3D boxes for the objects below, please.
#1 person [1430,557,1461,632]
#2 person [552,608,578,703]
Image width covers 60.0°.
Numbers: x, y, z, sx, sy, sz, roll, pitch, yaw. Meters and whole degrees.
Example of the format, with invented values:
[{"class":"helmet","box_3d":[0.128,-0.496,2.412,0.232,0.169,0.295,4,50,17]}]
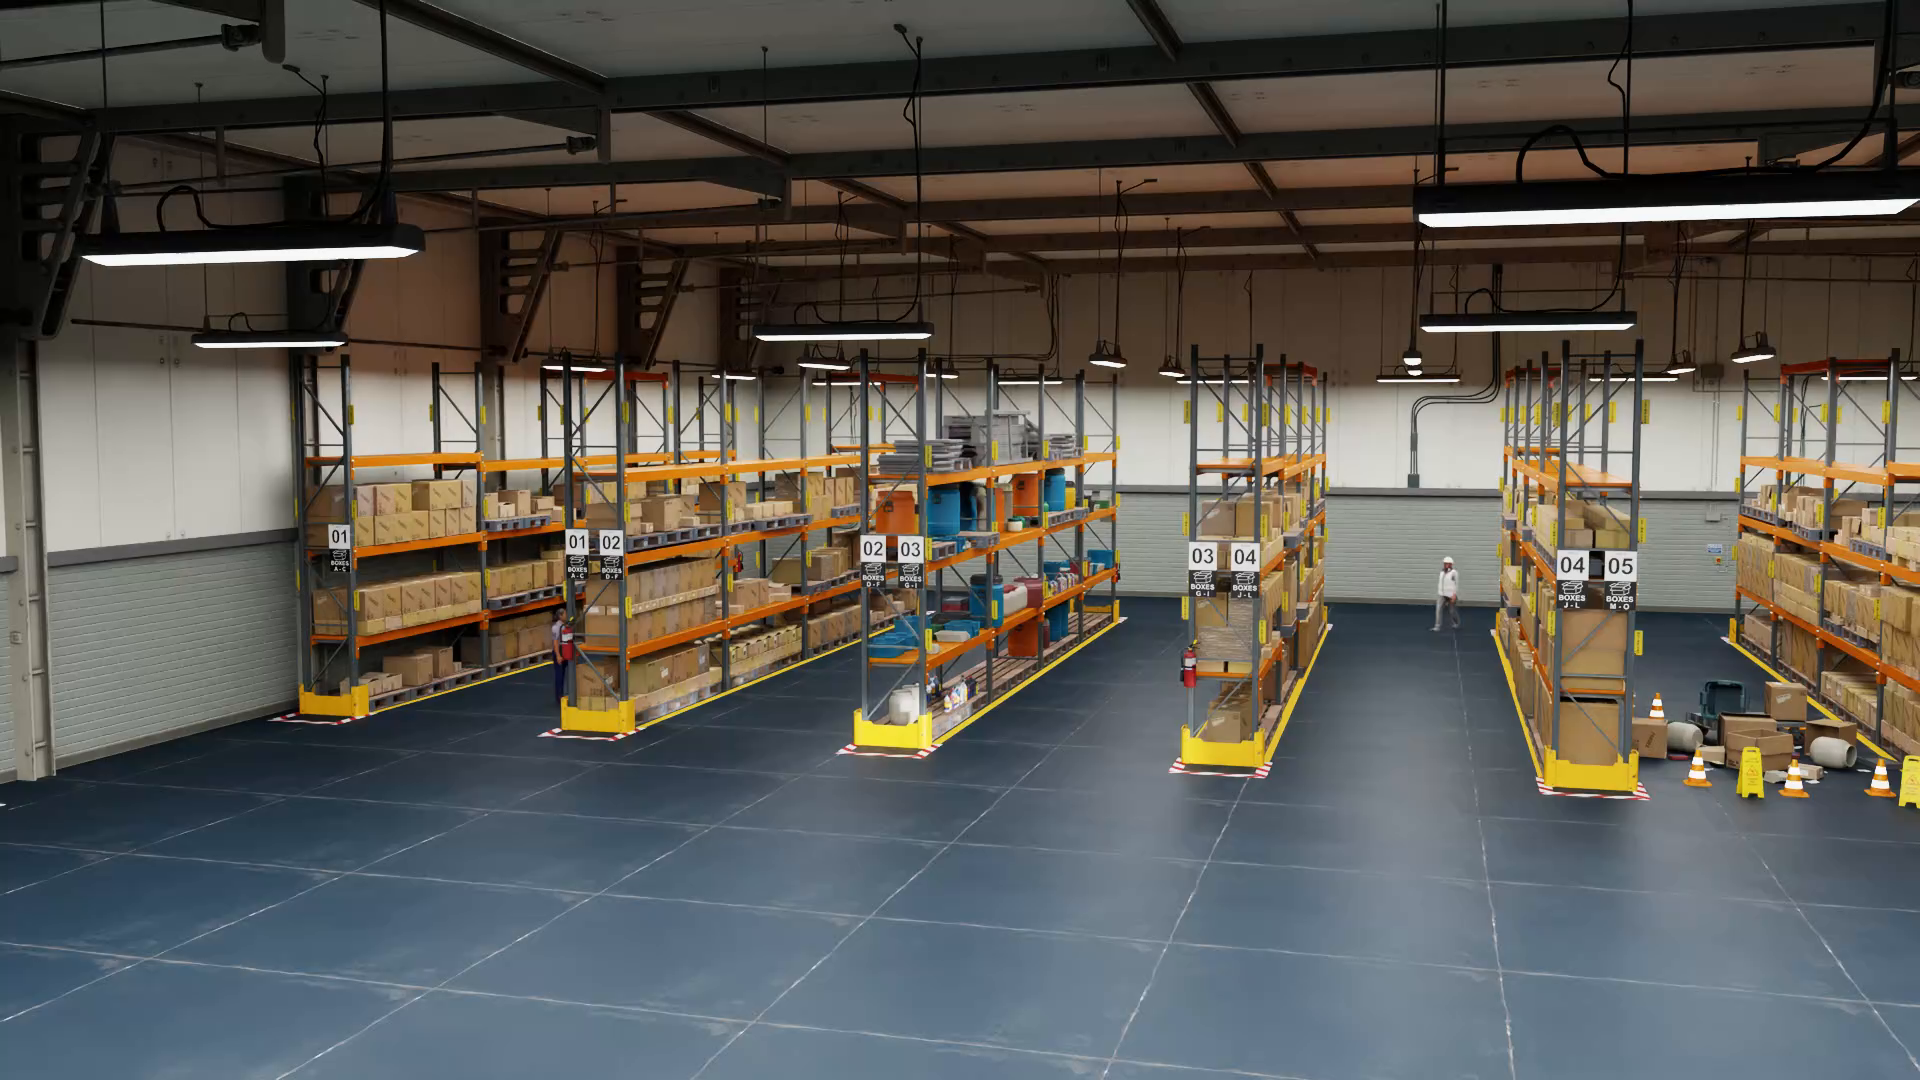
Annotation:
[{"class":"person","box_3d":[11.255,1.258,38.344,0.556,1.733,1.016,4,6,44]},{"class":"person","box_3d":[-6.837,2.029,28.990,0.519,1.673,0.527,4,6,40]}]
